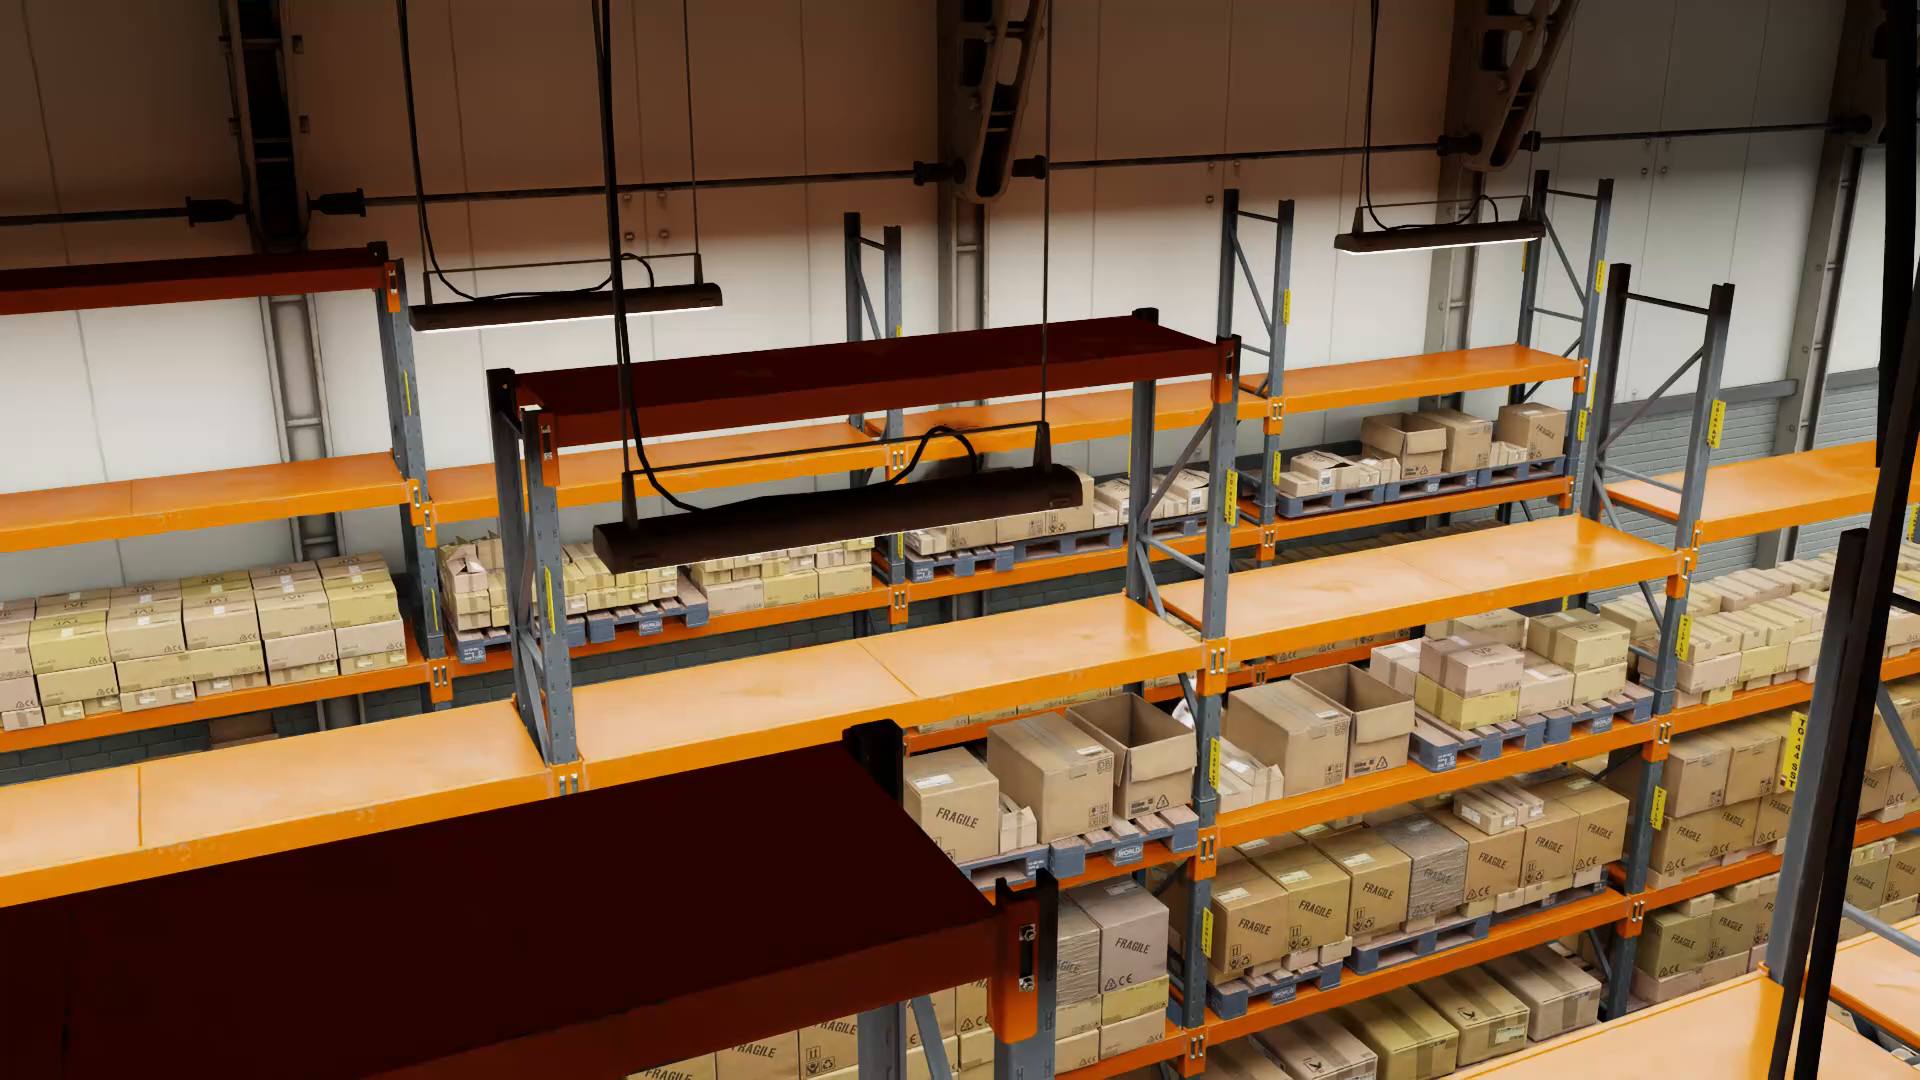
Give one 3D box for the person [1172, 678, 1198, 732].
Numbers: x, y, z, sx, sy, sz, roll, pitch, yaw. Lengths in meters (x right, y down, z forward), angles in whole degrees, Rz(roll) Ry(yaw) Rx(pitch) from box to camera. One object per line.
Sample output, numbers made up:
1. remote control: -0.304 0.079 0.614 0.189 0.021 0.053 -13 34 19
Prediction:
1. person: 2.043 2.100 15.287 0.659 1.806 0.538 -13 23 -34
